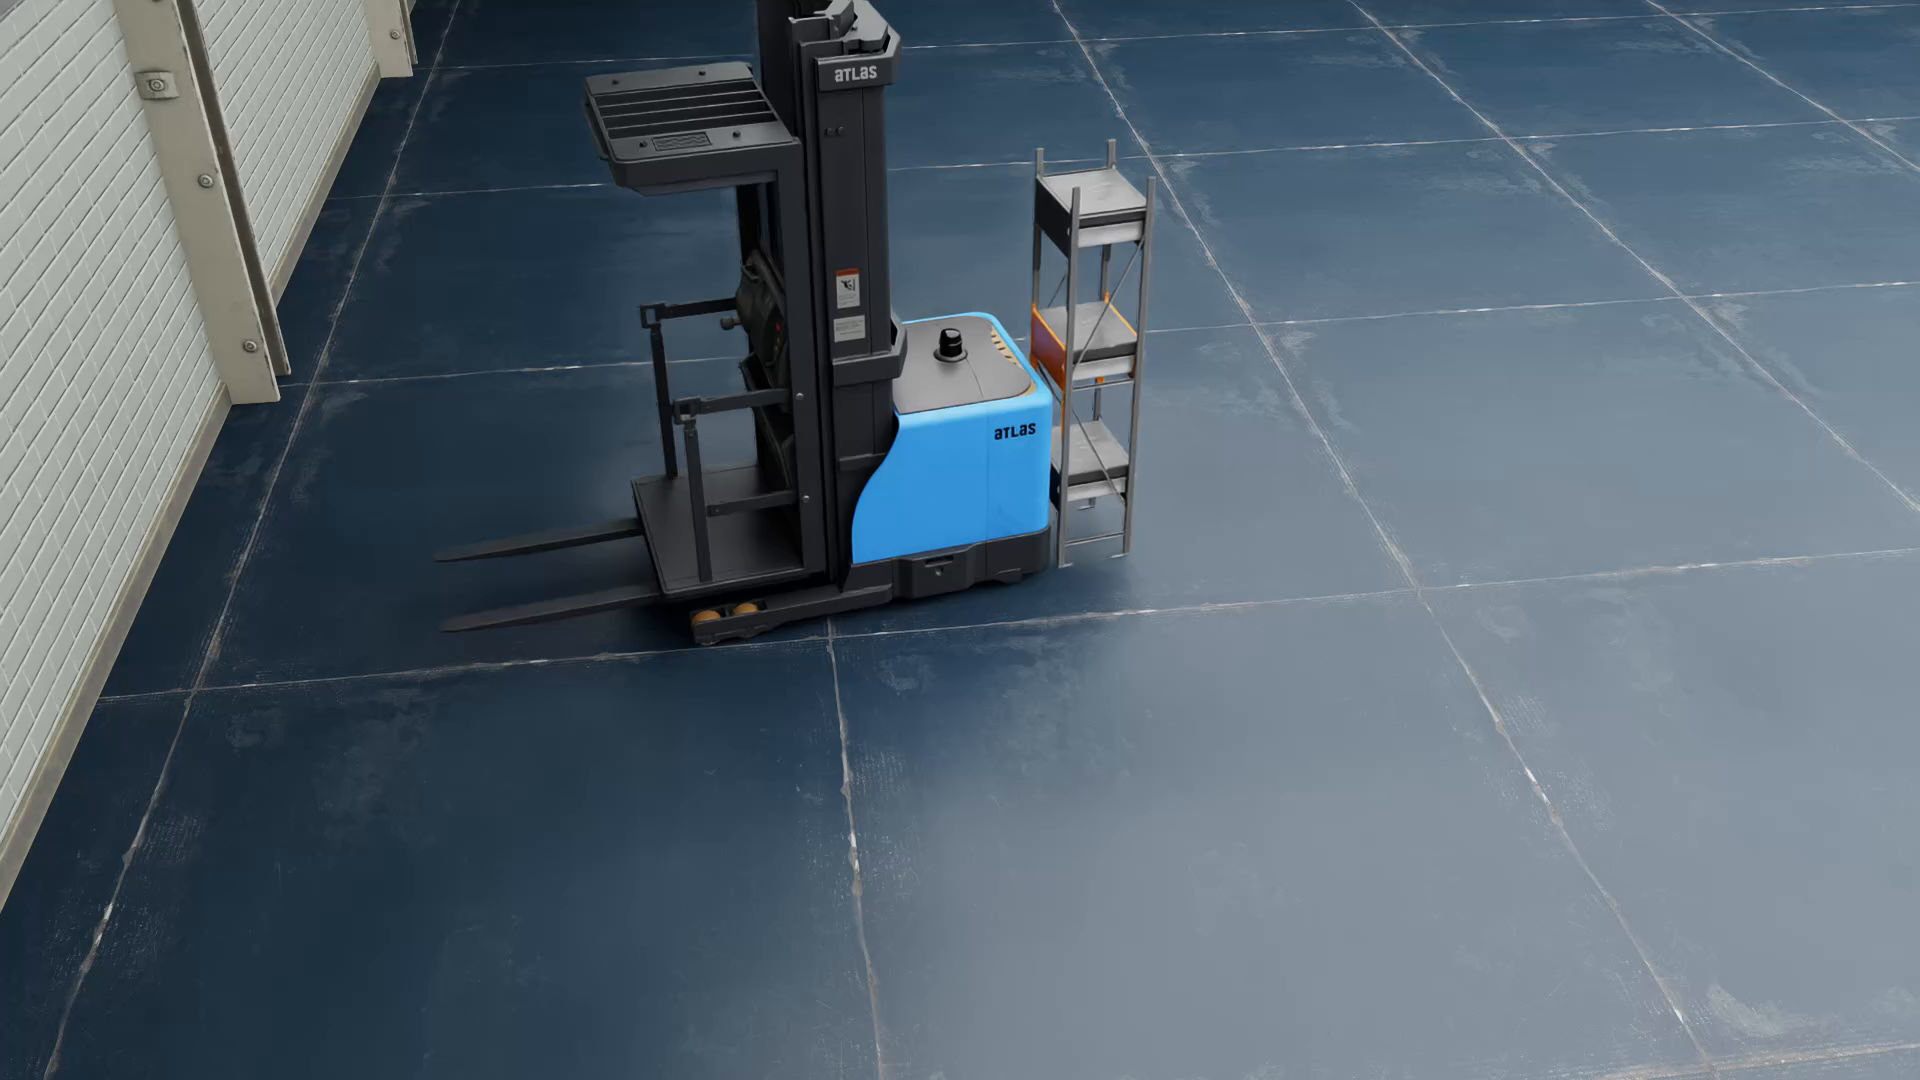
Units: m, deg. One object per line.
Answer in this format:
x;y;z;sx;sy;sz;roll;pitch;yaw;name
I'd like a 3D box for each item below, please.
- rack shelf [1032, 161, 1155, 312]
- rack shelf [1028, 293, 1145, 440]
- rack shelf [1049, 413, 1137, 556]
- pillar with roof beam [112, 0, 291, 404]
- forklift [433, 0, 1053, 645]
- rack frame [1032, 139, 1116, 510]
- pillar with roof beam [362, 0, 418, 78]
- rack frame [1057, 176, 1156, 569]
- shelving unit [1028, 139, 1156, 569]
0.625;-1.452;7.926;0.431;0.518;0.480;-10;36;-14;rack shelf
0.625;-0.874;8.321;0.431;0.518;0.480;-10;36;-14;rack shelf
0.625;-0.295;8.715;0.431;0.518;0.480;-10;36;-14;rack shelf
-0.059;-4.987;8.206;9.100;9.000;0.400;-4;35;-6;pillar with roof beam
-1.112;-1.033;7.792;3.031;2.935;1.130;-10;36;-14;forklift
0.552;-1.016;8.505;0.400;2.100;0.015;-10;36;-14;rack frame
-0.866;-8.335;13.119;9.100;9.000;0.400;-4;35;-6;pillar with roof beam
0.699;-0.754;8.121;0.400;2.100;0.015;-10;36;-14;rack frame
0.625;-0.885;8.313;0.431;2.100;0.503;-10;36;-14;shelving unit
